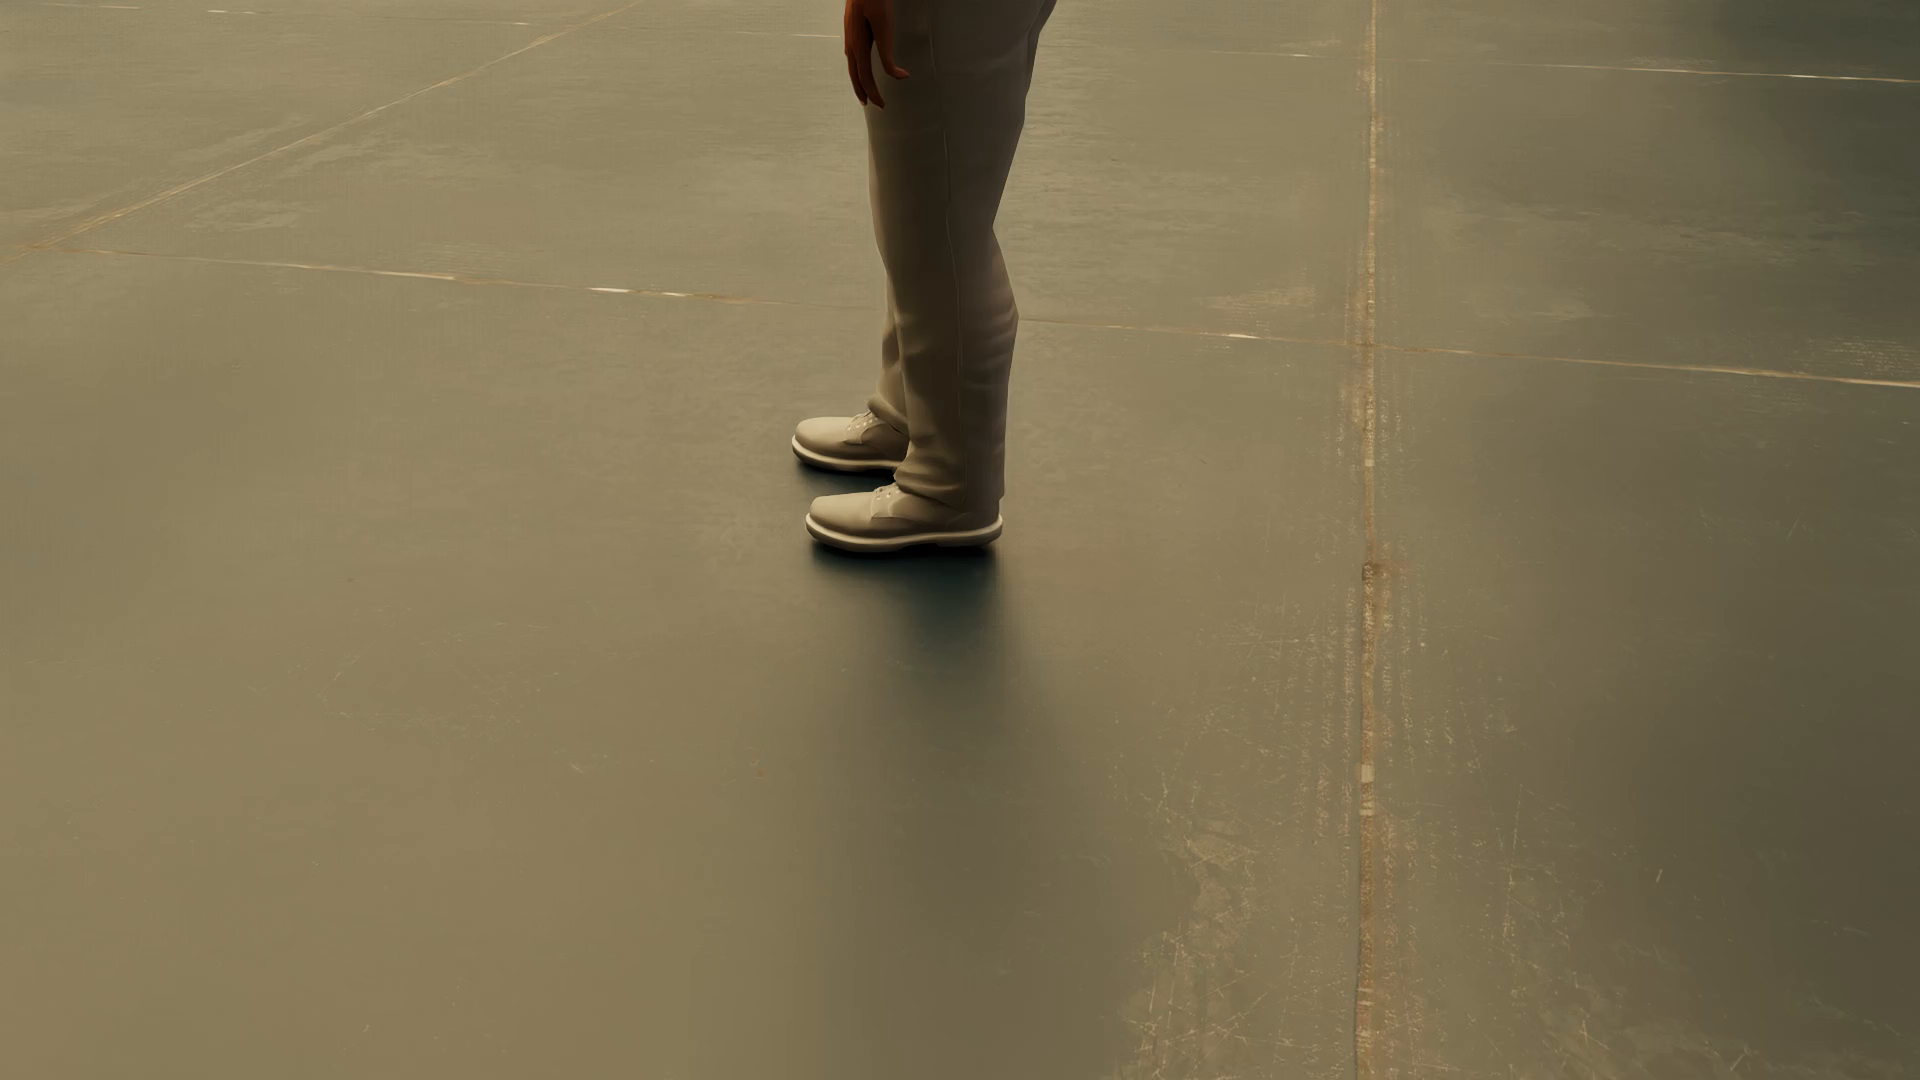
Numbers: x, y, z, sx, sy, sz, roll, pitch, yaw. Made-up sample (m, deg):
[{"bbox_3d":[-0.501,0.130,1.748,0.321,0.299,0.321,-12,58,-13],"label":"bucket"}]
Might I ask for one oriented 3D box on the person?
[{"bbox_3d":[-0.068,-0.779,2.147,0.530,1.694,0.569,6,27,11],"label":"person"}]
